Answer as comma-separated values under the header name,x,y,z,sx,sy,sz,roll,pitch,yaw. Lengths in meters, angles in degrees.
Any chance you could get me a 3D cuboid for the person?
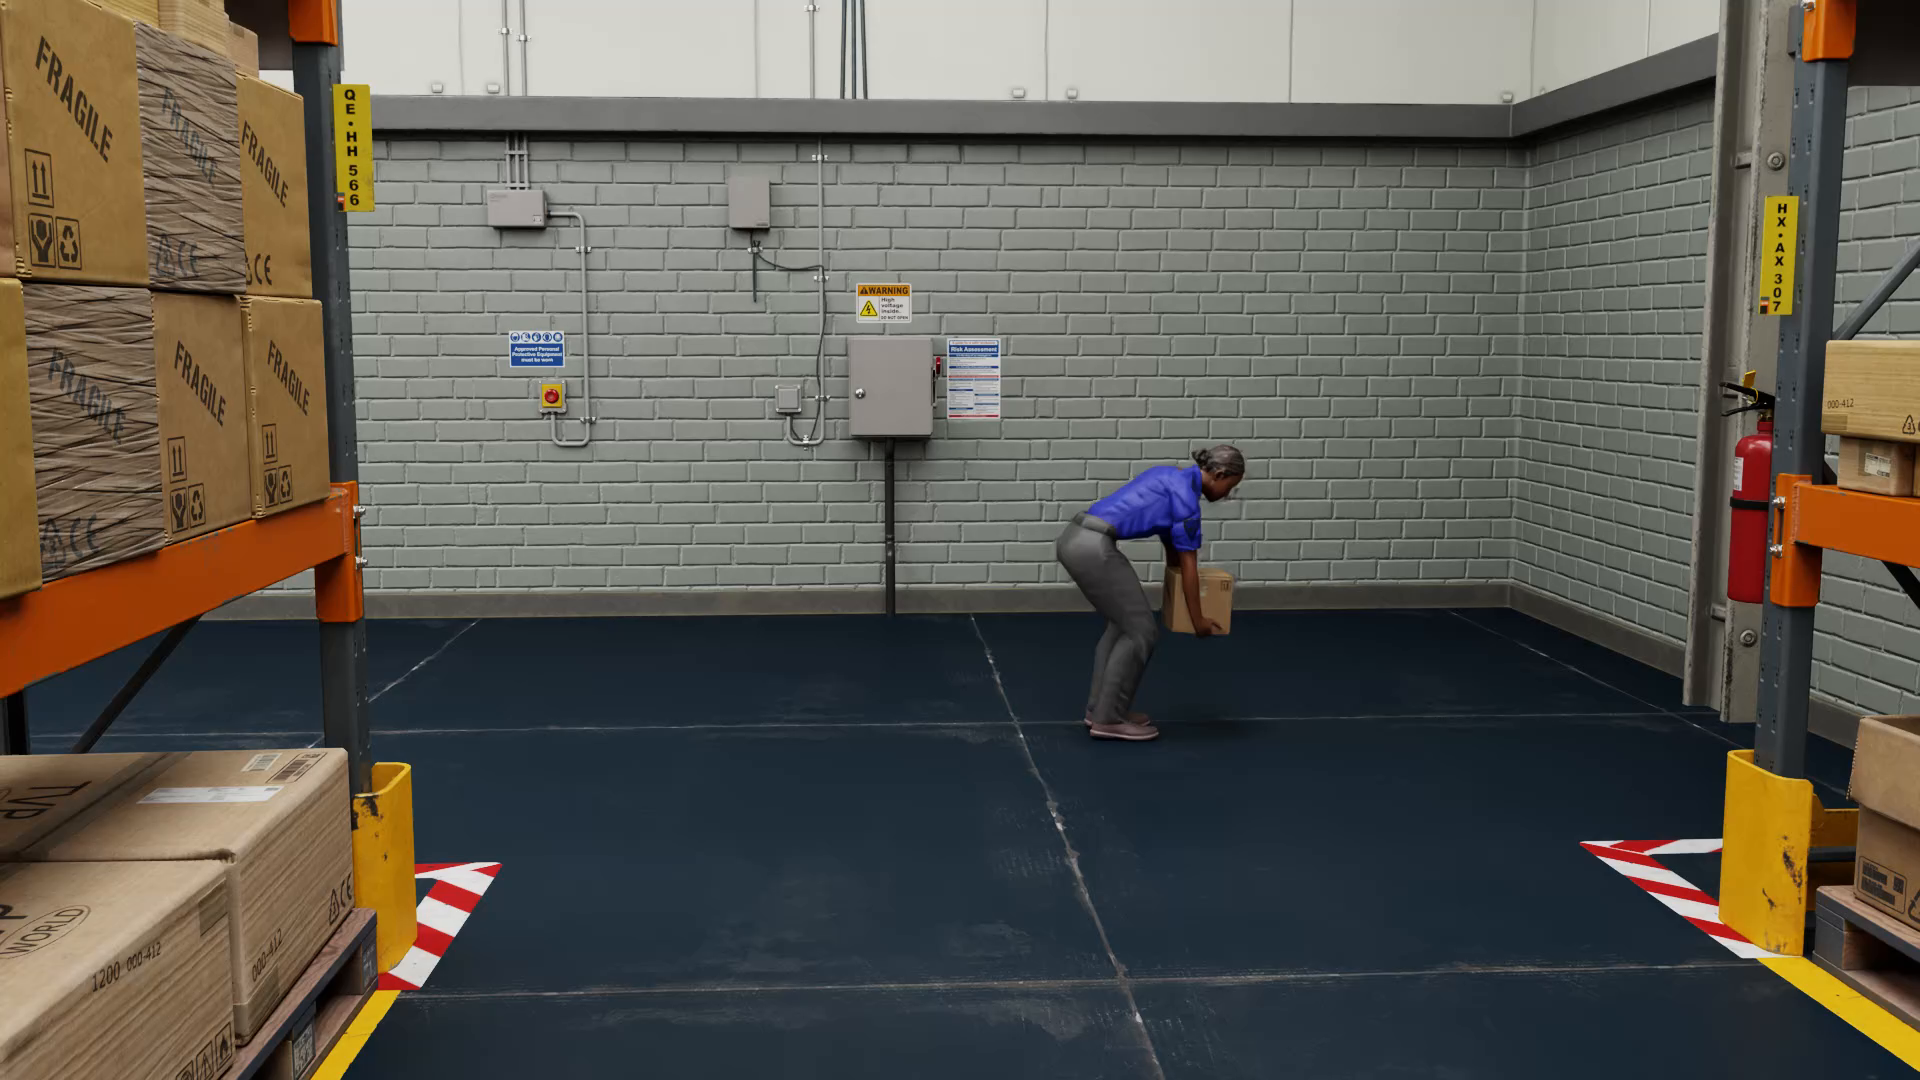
name,x,y,z,sx,sy,sz,roll,pitch,yaw
person,0.823,0.219,7.178,0.813,1.253,0.418,-1,7,-6
